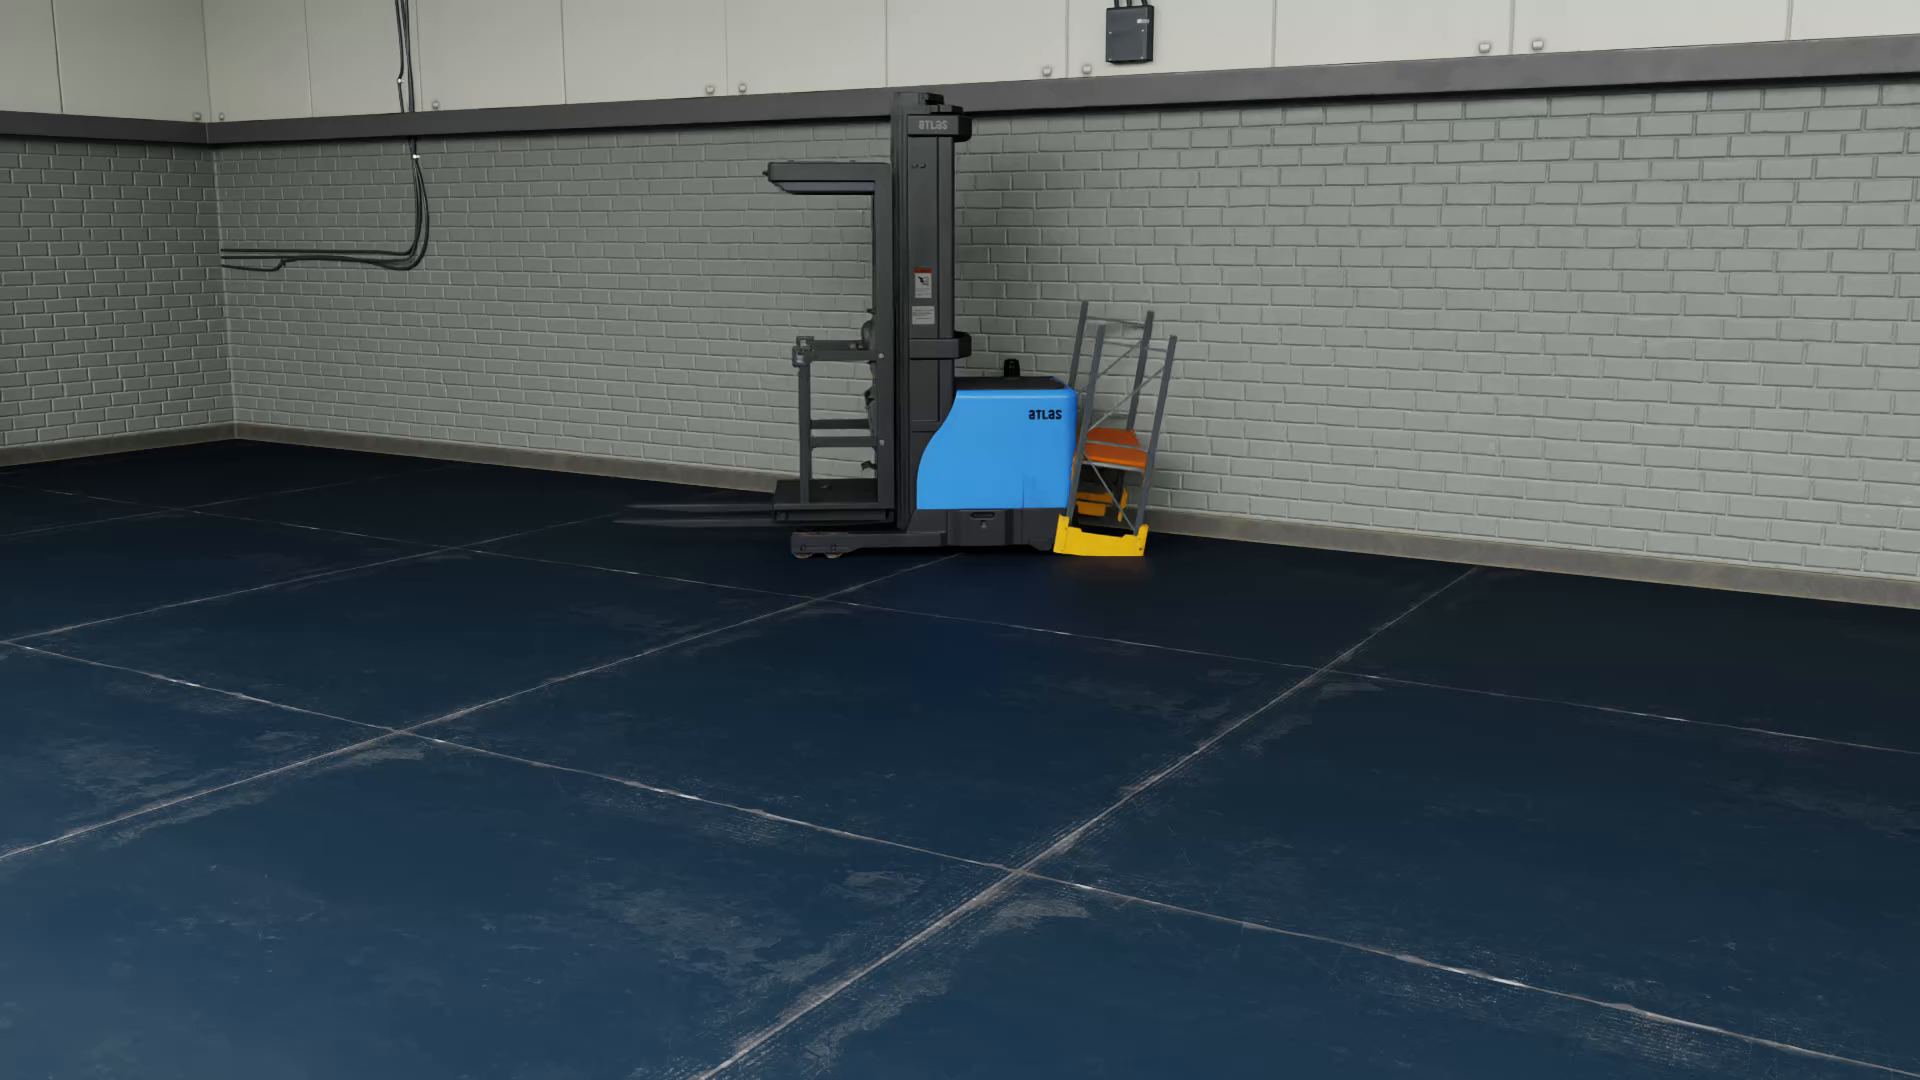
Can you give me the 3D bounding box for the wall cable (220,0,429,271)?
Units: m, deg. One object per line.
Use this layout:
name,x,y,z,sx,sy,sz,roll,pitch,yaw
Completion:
wall cable,-6.121,-3.785,15.569,3.097,2.526,0.112,6,12,31

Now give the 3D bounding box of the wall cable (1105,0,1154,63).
wall cable,1.984,-6.073,10.112,2.305,6.003,0.169,6,12,31

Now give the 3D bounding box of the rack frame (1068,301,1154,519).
rack frame,0.977,-0.894,11.625,0.500,1.500,0.032,8,16,-4

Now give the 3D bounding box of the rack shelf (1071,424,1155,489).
rack shelf,0.966,-0.578,11.188,0.538,0.185,1.000,8,16,-4

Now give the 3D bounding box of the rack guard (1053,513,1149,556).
rack guard,0.916,-0.011,10.826,0.587,0.250,0.087,8,16,-4

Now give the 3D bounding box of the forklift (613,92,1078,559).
forklift,-0.768,-1.420,10.991,3.031,2.935,1.130,-1,11,-4

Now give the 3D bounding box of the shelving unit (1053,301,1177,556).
shelving unit,0.992,-0.746,11.129,0.587,1.500,1.083,8,16,-4

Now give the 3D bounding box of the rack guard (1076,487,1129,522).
rack guard,0.885,-0.295,11.780,0.587,0.250,0.087,8,16,-4

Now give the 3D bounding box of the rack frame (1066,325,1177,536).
rack frame,1.008,-0.604,10.651,0.500,1.500,0.032,8,16,-4
